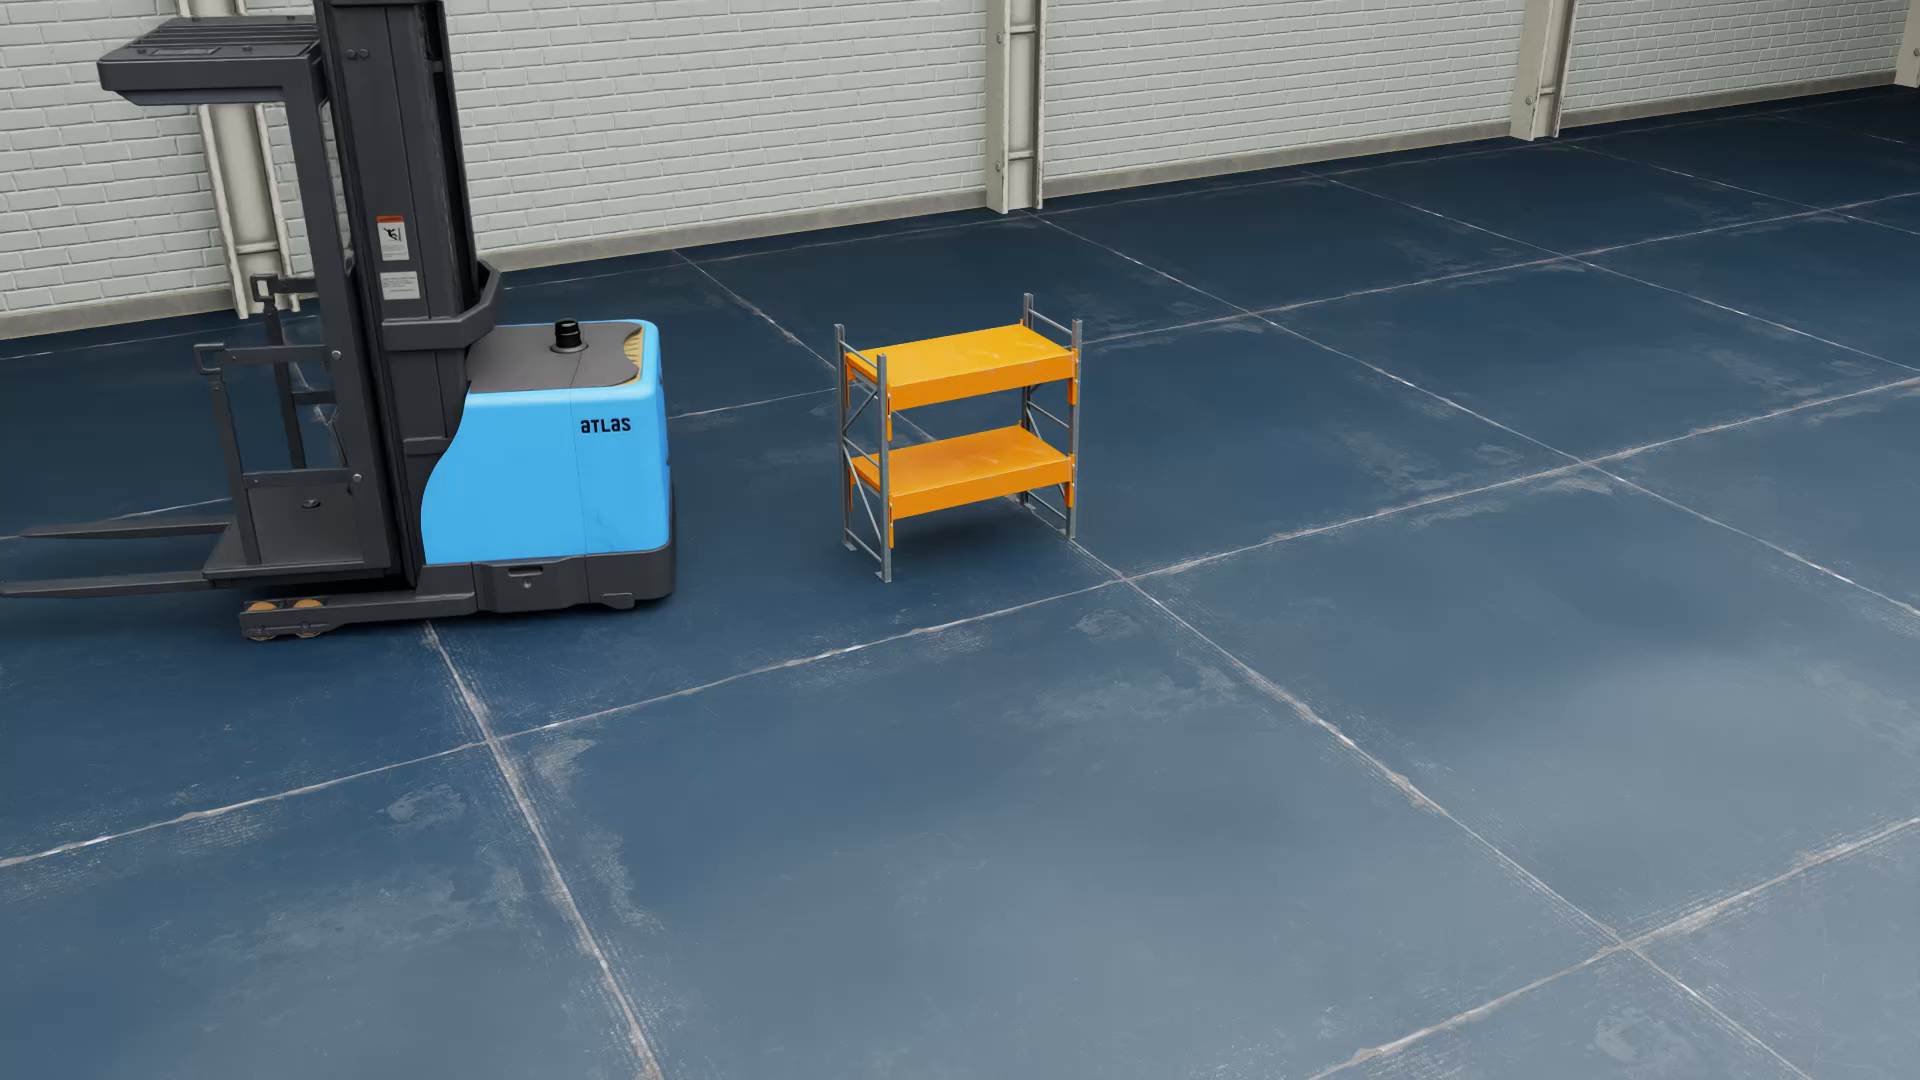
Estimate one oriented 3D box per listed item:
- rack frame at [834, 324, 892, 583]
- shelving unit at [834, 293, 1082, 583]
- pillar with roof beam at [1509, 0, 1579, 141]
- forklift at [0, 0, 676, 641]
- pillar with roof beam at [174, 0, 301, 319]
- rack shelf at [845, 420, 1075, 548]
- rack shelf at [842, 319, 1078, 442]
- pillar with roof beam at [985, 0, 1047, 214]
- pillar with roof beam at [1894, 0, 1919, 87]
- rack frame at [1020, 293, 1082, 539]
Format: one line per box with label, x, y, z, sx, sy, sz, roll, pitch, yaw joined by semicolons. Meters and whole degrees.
rack frame;-0.455;-0.402;7.788;0.032;1.125;0.500;-13;29;-25
shelving unit;-0.006;-0.506;8.004;1.048;1.125;0.538;-13;29;-25
pillar with roof beam;7.777;-6.471;11.330;0.400;9.000;9.100;-13;29;-25
forklift;-2.869;-1.122;7.202;3.031;2.935;1.130;-4;26;-8
pillar with roof beam;-2.811;-4.027;6.240;0.400;9.000;9.100;-13;29;-25
rack shelf;-0.006;-0.285;8.109;1.000;0.278;0.538;-13;29;-25
rack shelf;-0.006;-0.770;7.877;1.000;0.278;0.538;-13;29;-25
pillar with roof beam;2.483;-5.249;8.785;0.400;9.000;9.100;-13;29;-25
pillar with roof beam;13.071;-7.693;13.875;0.400;9.000;9.100;-13;29;-25
rack frame;0.443;-0.609;8.219;0.032;1.125;0.500;-13;29;-25
